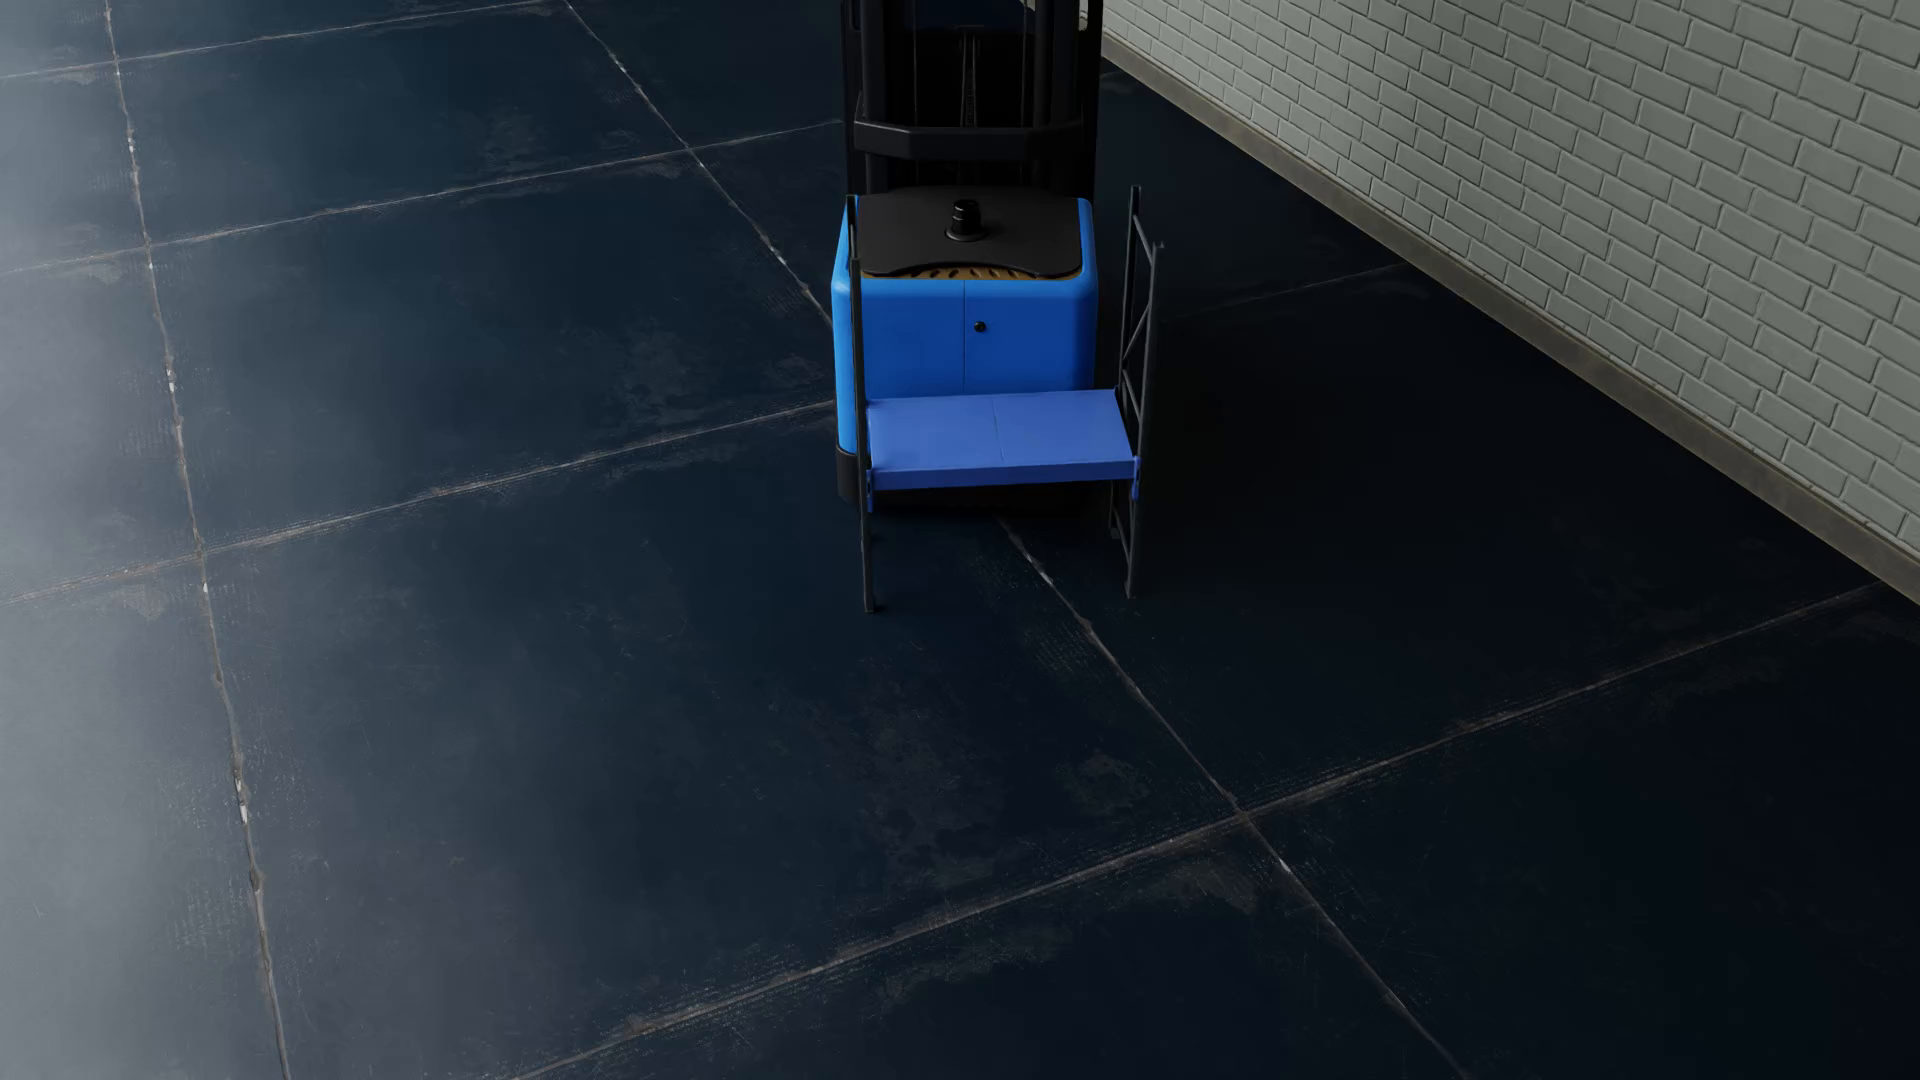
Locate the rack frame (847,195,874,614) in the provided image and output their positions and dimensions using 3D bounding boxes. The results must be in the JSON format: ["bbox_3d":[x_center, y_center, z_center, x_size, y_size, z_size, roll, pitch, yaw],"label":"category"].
[{"bbox_3d":[-0.365,-0.470,6.124,0.032,1.500,0.500,-2,37,-3],"label":"rack frame"}]

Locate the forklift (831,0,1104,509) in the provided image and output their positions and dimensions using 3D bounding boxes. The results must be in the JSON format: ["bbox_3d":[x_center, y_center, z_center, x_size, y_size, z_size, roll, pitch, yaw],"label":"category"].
[{"bbox_3d":[0.051,-2.153,7.193,1.130,2.935,3.031,1,37,1],"label":"forklift"}]

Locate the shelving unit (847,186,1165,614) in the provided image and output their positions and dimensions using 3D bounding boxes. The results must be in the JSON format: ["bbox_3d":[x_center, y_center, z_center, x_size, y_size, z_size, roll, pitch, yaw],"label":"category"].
[{"bbox_3d":[0.142,-0.492,6.154,1.048,1.500,0.538,-2,37,-3],"label":"shelving unit"}]

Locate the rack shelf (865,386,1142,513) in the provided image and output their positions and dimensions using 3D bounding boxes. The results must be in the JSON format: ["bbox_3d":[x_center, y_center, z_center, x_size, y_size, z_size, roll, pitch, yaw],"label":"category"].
[{"bbox_3d":[0.142,-0.347,6.261,1.000,0.185,0.538,-2,37,-3],"label":"rack shelf"}]

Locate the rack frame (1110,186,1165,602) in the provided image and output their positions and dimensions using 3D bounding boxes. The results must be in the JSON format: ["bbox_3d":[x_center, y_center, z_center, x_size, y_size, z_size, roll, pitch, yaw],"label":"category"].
[{"bbox_3d":[0.649,-0.513,6.183,0.032,1.500,0.500,-2,37,-3],"label":"rack frame"}]
